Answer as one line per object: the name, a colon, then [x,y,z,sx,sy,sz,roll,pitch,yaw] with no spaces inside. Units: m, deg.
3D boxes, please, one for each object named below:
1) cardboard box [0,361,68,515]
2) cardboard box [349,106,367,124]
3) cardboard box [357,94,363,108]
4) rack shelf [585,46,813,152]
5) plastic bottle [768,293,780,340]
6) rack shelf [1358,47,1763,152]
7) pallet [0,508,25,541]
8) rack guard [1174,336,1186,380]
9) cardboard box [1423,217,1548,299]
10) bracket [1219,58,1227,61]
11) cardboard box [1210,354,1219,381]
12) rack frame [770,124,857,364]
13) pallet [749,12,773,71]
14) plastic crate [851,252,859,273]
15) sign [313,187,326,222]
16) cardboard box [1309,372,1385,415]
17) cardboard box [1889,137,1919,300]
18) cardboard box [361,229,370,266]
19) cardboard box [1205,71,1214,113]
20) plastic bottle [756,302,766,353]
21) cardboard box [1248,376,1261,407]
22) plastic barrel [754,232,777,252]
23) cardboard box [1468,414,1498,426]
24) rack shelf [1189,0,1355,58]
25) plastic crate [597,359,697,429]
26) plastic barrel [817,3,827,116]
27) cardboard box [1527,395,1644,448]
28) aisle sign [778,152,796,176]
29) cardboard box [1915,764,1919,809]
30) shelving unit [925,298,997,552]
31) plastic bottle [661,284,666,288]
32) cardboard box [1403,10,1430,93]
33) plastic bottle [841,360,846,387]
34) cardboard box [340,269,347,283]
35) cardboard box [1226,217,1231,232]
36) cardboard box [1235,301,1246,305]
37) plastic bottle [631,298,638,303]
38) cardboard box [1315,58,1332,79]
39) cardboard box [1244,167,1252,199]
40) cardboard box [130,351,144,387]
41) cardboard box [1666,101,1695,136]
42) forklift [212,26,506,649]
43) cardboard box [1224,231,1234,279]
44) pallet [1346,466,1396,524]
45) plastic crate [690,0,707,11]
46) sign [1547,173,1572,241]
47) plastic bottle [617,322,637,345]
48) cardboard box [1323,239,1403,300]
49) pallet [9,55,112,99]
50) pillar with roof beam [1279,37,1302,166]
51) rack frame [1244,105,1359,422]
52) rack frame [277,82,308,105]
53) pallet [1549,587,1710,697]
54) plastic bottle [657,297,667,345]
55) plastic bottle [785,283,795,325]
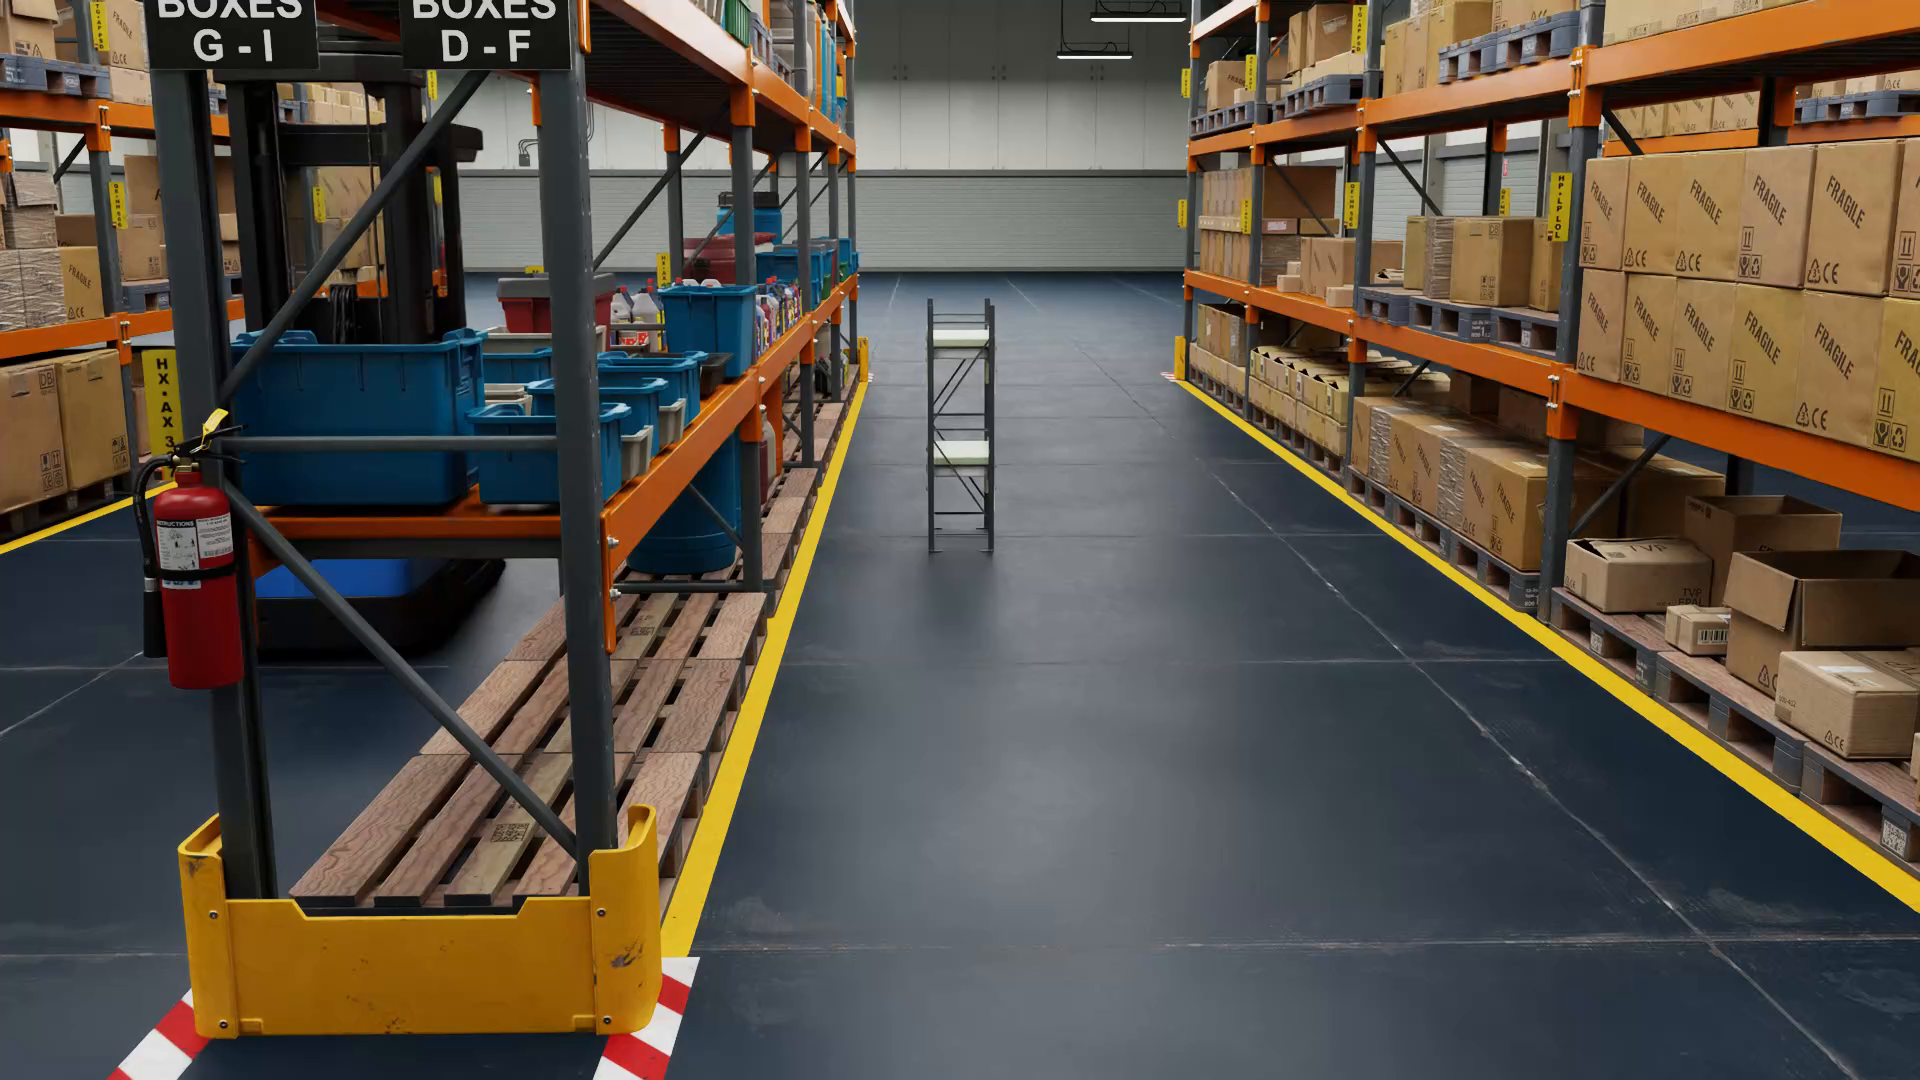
cardboard box: [-6.525,-0.653,10.522,1.225,0.875,0.875,0,11,-1]
cardboard box: [-6.381,-4.289,16.990,0.500,0.250,0.500,-1,11,-3]
cardboard box: [-6.375,-4.515,17.100,0.380,0.149,0.250,0,11,-2]
rack shelf: [-1.536,-2.543,9.816,1.077,0.370,4.000,0,11,-1]
plastic bottle: [-1.124,-1.331,9.901,0.097,0.271,0.097,0,11,0]
rack shelf: [3.416,-2.563,9.913,1.077,0.370,4.000,0,11,-1]
pallet: [-6.566,-0.037,10.213,1.003,0.211,1.213,0,11,-1]
rack guard: [3.209,-2.213,20.210,1.175,0.500,0.348,0,11,-1]
cardboard box: [3.329,-1.790,10.533,0.700,0.500,0.500,2,12,10]
bracket: [8.009,-14.539,50.535,0.235,0.232,0.430,0,11,-1]
cardboard box: [3.028,-1.886,18.170,0.500,0.250,0.500,0,11,-1]
rack frame: [-1.743,-3.414,19.841,1.000,3.000,0.127,0,11,-1]
pallet: [-1.609,-2.561,8.570,1.213,0.211,1.003,0,11,-1]
plastic crate: [-1.433,-3.243,19.372,0.499,0.251,0.616,0,11,-1]
sign: [-6.057,-3.169,15.721,0.100,0.325,0.005,0,11,-1]
cardboard box: [3.101,-1.182,13.292,0.500,0.311,0.500,0,11,-2]
cardboard box: [3.245,-0.980,5.077,0.500,0.500,0.500,0,11,0]
cardboard box: [-6.646,-3.081,17.203,0.875,0.500,0.500,0,11,-1]
cardboard box: [3.217,-5.114,19.010,0.797,0.503,0.637,1,11,3]
plastic bottle: [-1.106,-1.155,9.030,0.097,0.271,0.097,0,11,0]
cardboard box: [3.053,-1.415,15.850,0.500,0.250,0.500,-1,11,-3]
plastic barrel: [-1.859,-2.494,14.966,0.433,0.535,0.433,0,11,0]
cardboard box: [3.639,-0.546,10.885,0.500,0.500,0.500,-1,11,-3]
rack shelf: [3.251,-5.427,17.493,1.077,0.370,4.000,0,11,-1]
plastic crate: [-1.115,-0.493,5.713,0.416,0.233,0.300,0,11,-1]
plastic barrel: [-1.405,-3.974,13.798,0.600,0.901,0.708,0,11,-1]
cardboard box: [3.671,-0.702,9.769,0.500,0.250,0.500,0,11,-1]
aisle sign: [-2.037,-4.701,19.647,0.394,0.787,0.004,0,11,-1]
cardboard box: [3.283,0.650,4.993,0.500,0.500,0.500,0,11,-1]
shelving unit: [0.000,-0.736,10.417,0.431,1.500,0.755,0,11,-1]
plastic bottle: [-1.920,-1.514,10.772,0.061,0.283,0.133,0,11,-1]
cardboard box: [3.428,-3.174,10.864,0.910,0.500,0.500,0,11,-1]
plastic bottle: [-1.227,-1.736,17.295,0.061,0.283,0.133,0,11,1]
cardboard box: [-6.341,-2.618,16.553,0.380,0.149,0.250,0,11,-1]
cardboard box: [3.039,-3.363,17.710,0.380,0.149,0.250,0,11,1]
cardboard box: [3.518,-2.554,19.575,0.500,0.500,0.500,0,11,-1]
plastic bottle: [-1.844,-1.217,9.327,0.152,0.276,0.135,0,11,-1]
cardboard box: [3.271,-3.860,13.819,0.500,0.250,0.500,-1,12,-6]
cardboard box: [3.265,-3.512,16.809,0.700,0.500,0.500,0,11,-1]
cardboard box: [-6.573,-1.294,12.688,0.500,0.250,0.500,0,11,1]
cardboard box: [7.942,-4.599,17.839,0.500,0.500,0.500,0,11,2]
forklift: [-3.149,-1.164,8.923,1.130,2.935,3.031,-1,11,-3]
cardboard box: [3.241,-3.082,17.953,0.700,0.500,0.500,0,11,1]
pallet: [3.353,-0.328,11.644,1.003,0.211,1.213,0,11,-1]
plastic crate: [-1.149,-2.087,6.055,0.437,0.282,0.530,0,11,-1]
sign: [2.903,-1.612,8.050,0.100,0.325,0.005,0,11,-1]
plastic bottle: [-1.702,-1.012,8.503,0.097,0.201,0.097,0,11,0]
cardboard box: [3.324,-2.225,13.733,0.500,0.500,0.500,-1,11,-4]
pallet: [-6.463,-3.053,10.993,1.213,0.211,1.003,0,11,1]
pillar with roof beam: [4.242,-11.012,42.206,9.100,9.000,0.548,0,11,-1]
rack frame: [3.292,-2.638,16.018,1.000,3.000,0.127,0,11,-1]
rack frame: [-6.612,-5.538,15.225,1.000,3.000,0.127,0,11,-1]
pallet: [3.471,0.455,7.784,1.003,0.211,1.213,0,11,-1]
plastic bottle: [-1.722,-1.246,9.480,0.097,0.271,0.097,0,11,0]
plastic bottle: [-1.149,-1.574,11.097,0.097,0.271,0.097,0,11,0]
